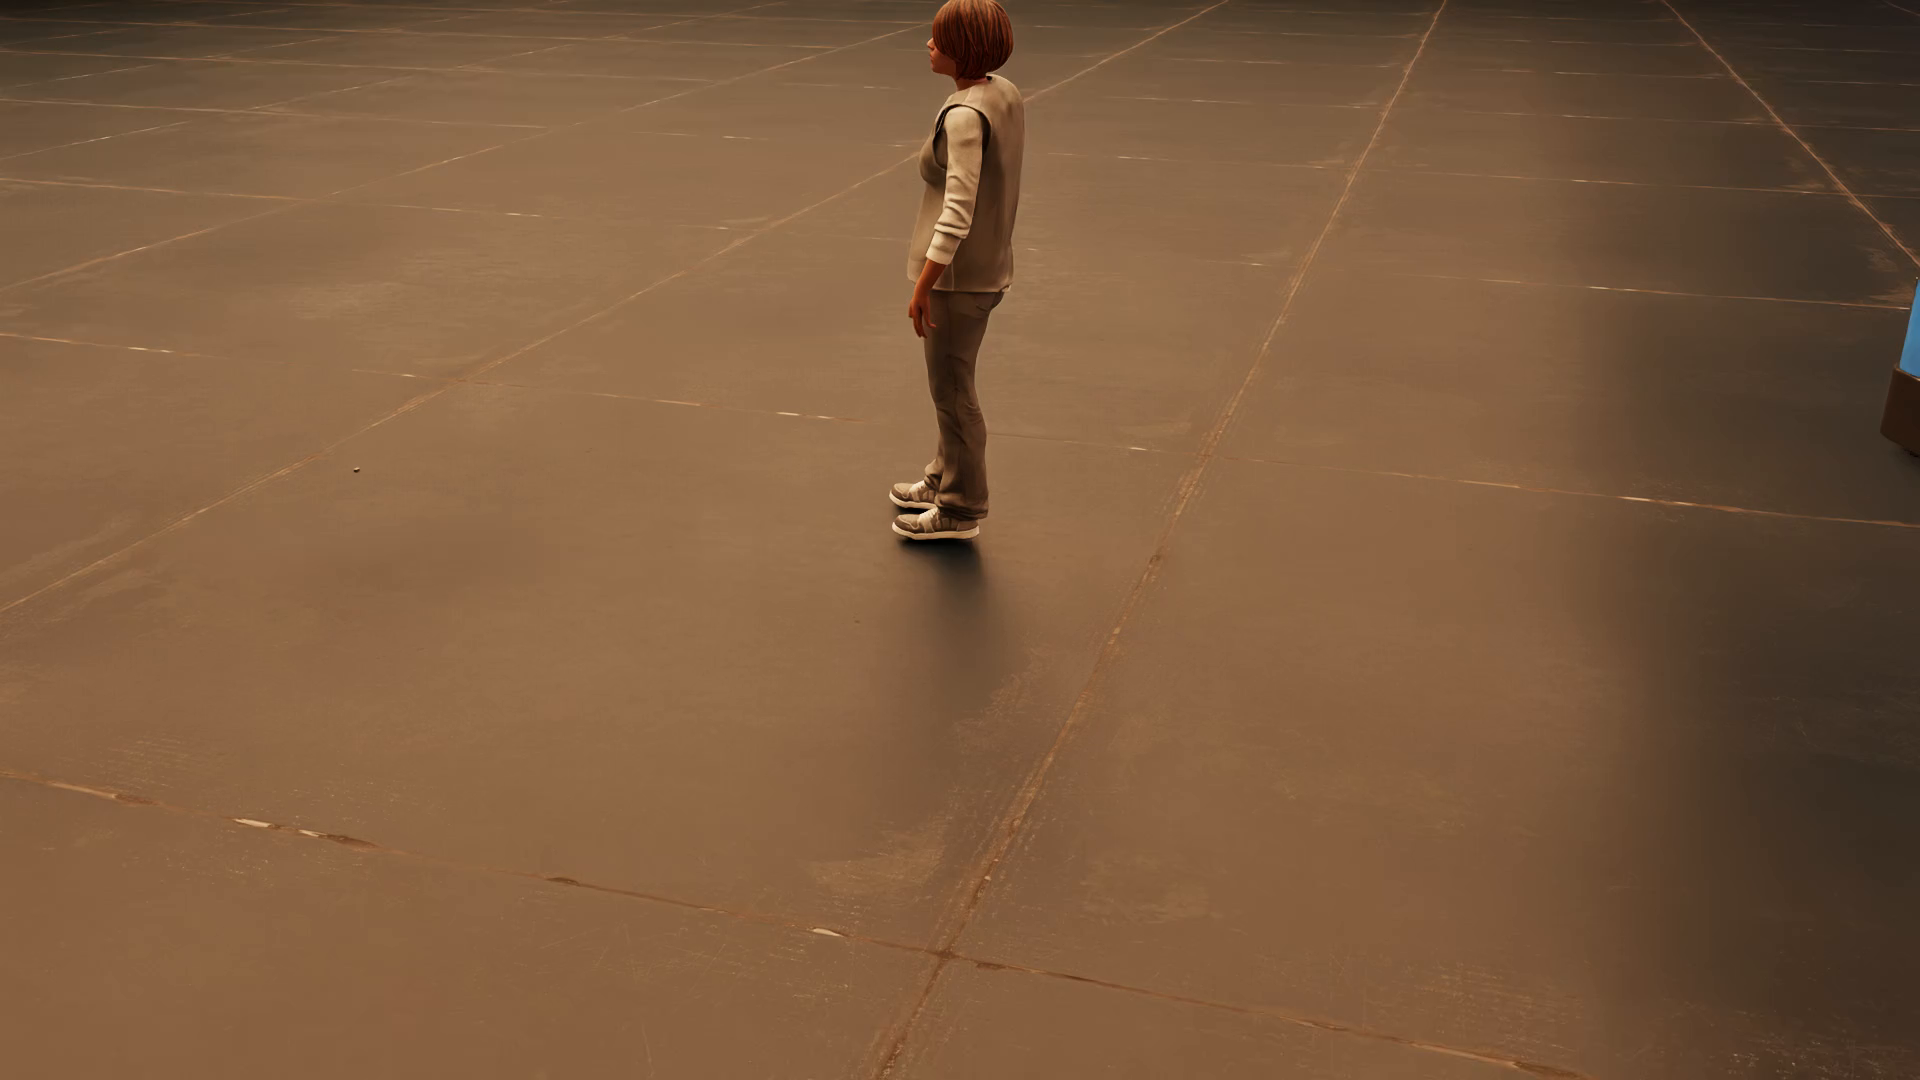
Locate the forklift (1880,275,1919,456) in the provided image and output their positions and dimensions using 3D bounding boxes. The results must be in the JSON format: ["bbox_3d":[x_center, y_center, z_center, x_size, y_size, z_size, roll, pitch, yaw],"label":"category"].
[{"bbox_3d":[4.769,-1.534,4.995,3.031,2.935,1.130,-2,22,-4],"label":"forklift"}]

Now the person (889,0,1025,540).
[{"bbox_3d":[-0.066,-0.759,4.846,0.475,1.597,0.520,7,23,16],"label":"person"}]
